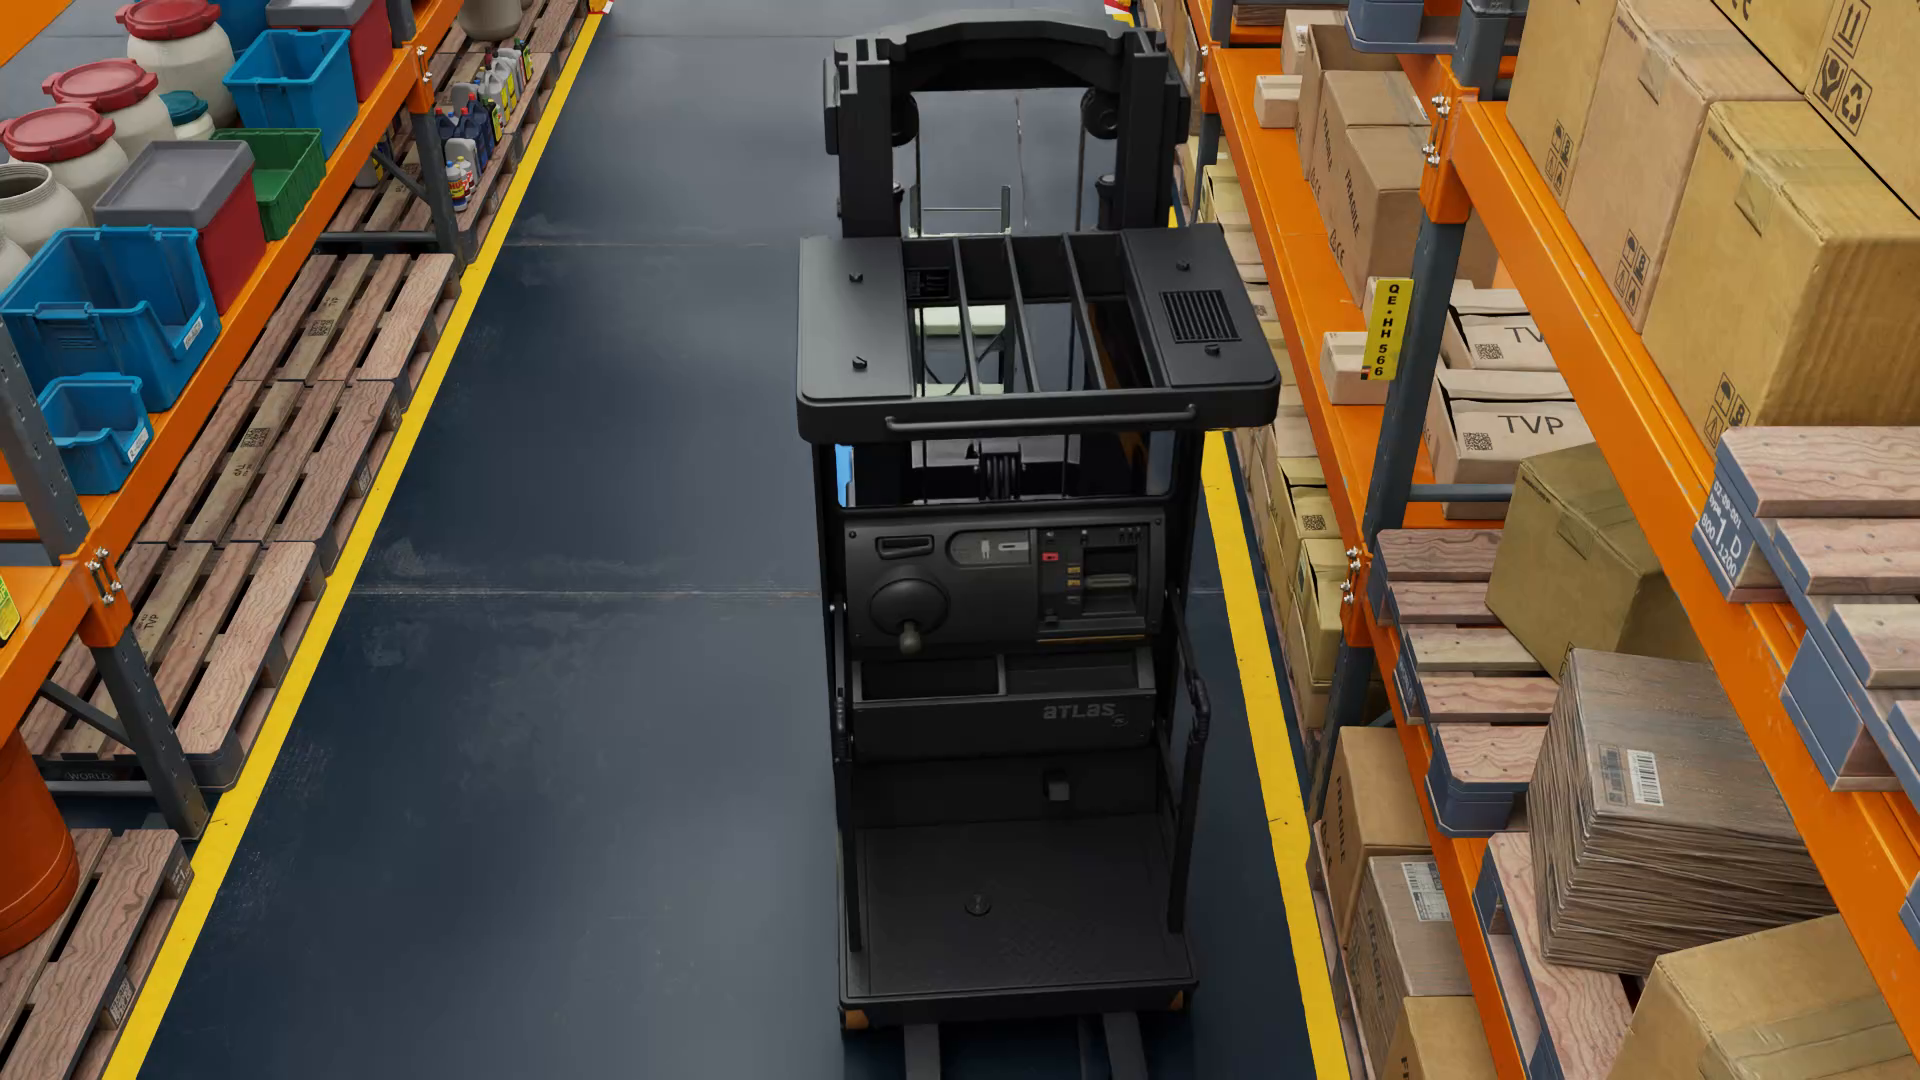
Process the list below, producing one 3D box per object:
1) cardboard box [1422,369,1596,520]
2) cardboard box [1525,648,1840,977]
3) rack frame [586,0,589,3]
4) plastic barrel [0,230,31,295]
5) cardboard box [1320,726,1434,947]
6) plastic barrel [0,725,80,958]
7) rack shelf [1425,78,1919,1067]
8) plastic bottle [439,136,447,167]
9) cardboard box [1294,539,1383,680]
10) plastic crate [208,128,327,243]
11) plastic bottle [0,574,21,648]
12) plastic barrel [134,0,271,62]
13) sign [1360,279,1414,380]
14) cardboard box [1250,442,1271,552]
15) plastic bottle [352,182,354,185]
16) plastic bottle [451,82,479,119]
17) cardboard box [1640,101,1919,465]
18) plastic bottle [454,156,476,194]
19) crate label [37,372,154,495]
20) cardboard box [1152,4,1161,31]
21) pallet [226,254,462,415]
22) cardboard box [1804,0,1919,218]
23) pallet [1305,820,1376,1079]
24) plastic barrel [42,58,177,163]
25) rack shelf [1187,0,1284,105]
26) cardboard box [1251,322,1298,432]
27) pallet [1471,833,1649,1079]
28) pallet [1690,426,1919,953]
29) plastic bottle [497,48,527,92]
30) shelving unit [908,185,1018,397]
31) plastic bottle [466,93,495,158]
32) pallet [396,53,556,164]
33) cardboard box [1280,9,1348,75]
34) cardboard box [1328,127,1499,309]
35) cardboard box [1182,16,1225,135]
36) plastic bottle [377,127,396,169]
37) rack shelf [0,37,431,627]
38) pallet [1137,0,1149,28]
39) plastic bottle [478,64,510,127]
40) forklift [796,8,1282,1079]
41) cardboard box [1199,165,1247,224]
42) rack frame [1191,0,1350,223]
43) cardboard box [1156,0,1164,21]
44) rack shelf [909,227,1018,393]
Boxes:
[{"bbox_3d":[1.792,-0.329,5.333,0.500,0.311,0.500,2,39,3],"label":"cardboard box"},{"bbox_3d":[1.672,0.627,3.654,0.700,0.500,0.500,7,39,8],"label":"cardboard box"},{"bbox_3d":[-3.214,-5.138,11.263,1.000,3.000,0.127,0,39,0],"label":"rack frame"},{"bbox_3d":[-3.419,-0.822,5.787,0.421,0.512,0.421,0,39,0],"label":"plastic barrel"},{"bbox_3d":[1.464,0.952,5.310,0.500,0.500,0.500,2,39,2],"label":"cardboard box"},{"bbox_3d":[-3.187,0.854,5.185,0.600,0.830,0.708,0,39,0],"label":"plastic barrel"},{"bbox_3d":[1.751,0.225,2.748,1.077,0.370,4.000,0,39,0],"label":"rack shelf"},{"bbox_3d":[-2.905,-2.149,9.354,0.061,0.283,0.133,0,39,0],"label":"plastic bottle"},{"bbox_3d":[1.502,0.227,5.983,0.500,0.311,0.500,1,39,1],"label":"cardboard box"},{"bbox_3d":[-2.925,-1.465,6.849,0.450,0.188,0.662,0,39,0],"label":"plastic crate"},{"bbox_3d":[-2.777,0.163,4.741,0.061,0.283,0.133,0,39,0],"label":"plastic bottle"},{"bbox_3d":[-3.512,-2.590,7.683,0.600,0.901,0.708,0,39,0],"label":"plastic barrel"},{"bbox_3d":[1.194,-0.586,4.656,0.100,0.325,0.005,0,39,0],"label":"sign"},{"bbox_3d":[1.503,-0.193,6.955,0.500,0.250,0.500,1,39,1],"label":"cardboard box"},{"bbox_3d":[-3.498,-2.177,9.334,0.144,0.351,0.185,-1,39,-1],"label":"plastic bottle"},{"bbox_3d":[-2.944,-2.618,9.945,0.152,0.276,0.135,0,39,0],"label":"plastic bottle"},{"bbox_3d":[1.784,-0.429,2.908,0.910,0.500,0.500,0,39,0],"label":"cardboard box"},{"bbox_3d":[-2.771,-2.043,9.286,0.097,0.201,0.097,0,39,0],"label":"plastic bottle"},{"bbox_3d":[-2.830,-0.333,5.401,0.303,0.233,0.416,0,39,0],"label":"crate label"},{"bbox_3d":[1.522,-3.269,10.794,0.500,0.250,0.500,0,39,0],"label":"cardboard box"},{"bbox_3d":[-3.169,-1.057,8.400,1.003,0.211,1.213,0,39,0],"label":"pallet"},{"bbox_3d":[1.744,-0.825,2.603,0.500,0.500,0.500,0,39,0],"label":"cardboard box"},{"bbox_3d":[1.712,1.419,5.311,1.003,0.211,1.213,0,39,0],"label":"pallet"},{"bbox_3d":[-3.426,-1.632,6.779,0.433,0.535,0.433,0,39,0],"label":"plastic barrel"},{"bbox_3d":[1.742,-3.608,9.928,1.077,0.370,4.000,0,39,0],"label":"rack shelf"},{"bbox_3d":[1.499,-0.727,7.174,0.500,0.311,0.500,1,39,1],"label":"cardboard box"},{"bbox_3d":[1.756,1.155,3.564,1.003,0.211,1.213,0,39,0],"label":"pallet"},{"bbox_3d":[1.819,0.212,2.339,1.213,0.211,1.003,0,39,0],"label":"pallet"},{"bbox_3d":[-2.800,-2.941,10.347,0.152,0.276,0.135,0,39,0],"label":"plastic bottle"},{"bbox_3d":[0.000,-0.589,6.786,0.431,1.500,0.755,0,39,0],"label":"shelving unit"},{"bbox_3d":[-2.795,-2.398,9.610,0.144,0.351,0.185,-2,39,-2],"label":"plastic bottle"},{"bbox_3d":[-3.172,-2.733,10.492,1.003,0.211,1.213,0,39,0],"label":"pallet"},{"bbox_3d":[1.789,-2.271,7.806,0.500,0.250,0.500,2,39,3],"label":"cardboard box"},{"bbox_3d":[1.731,-1.225,6.299,0.500,0.500,0.500,-2,39,-2],"label":"cardboard box"},{"bbox_3d":[1.536,-2.624,9.389,0.500,0.500,0.500,0,39,0],"label":"cardboard box"},{"bbox_3d":[-3.350,-2.284,9.527,0.152,0.276,0.135,0,39,0],"label":"plastic bottle"},{"bbox_3d":[-3.207,-1.105,6.805,1.077,0.370,4.000,0,39,0],"label":"rack shelf"},{"bbox_3d":[1.782,-3.573,11.539,1.003,0.211,1.213,0,39,0],"label":"pallet"},{"bbox_3d":[-2.796,-2.663,9.941,0.144,0.351,0.185,0,39,0],"label":"plastic bottle"},{"bbox_3d":[0.151,0.196,4.662,1.130,2.935,3.031,-3,39,-3],"label":"forklift"},{"bbox_3d":[1.496,-1.689,8.373,0.500,0.311,0.500,0,39,0],"label":"cardboard box"},{"bbox_3d":[1.744,-2.638,8.143,1.000,3.000,0.127,0,39,0],"label":"rack frame"},{"bbox_3d":[1.534,-3.562,10.559,0.500,0.500,0.500,0,39,0],"label":"cardboard box"},{"bbox_3d":[0.000,-0.894,6.542,0.431,0.370,0.720,0,39,0],"label":"rack shelf"}]
